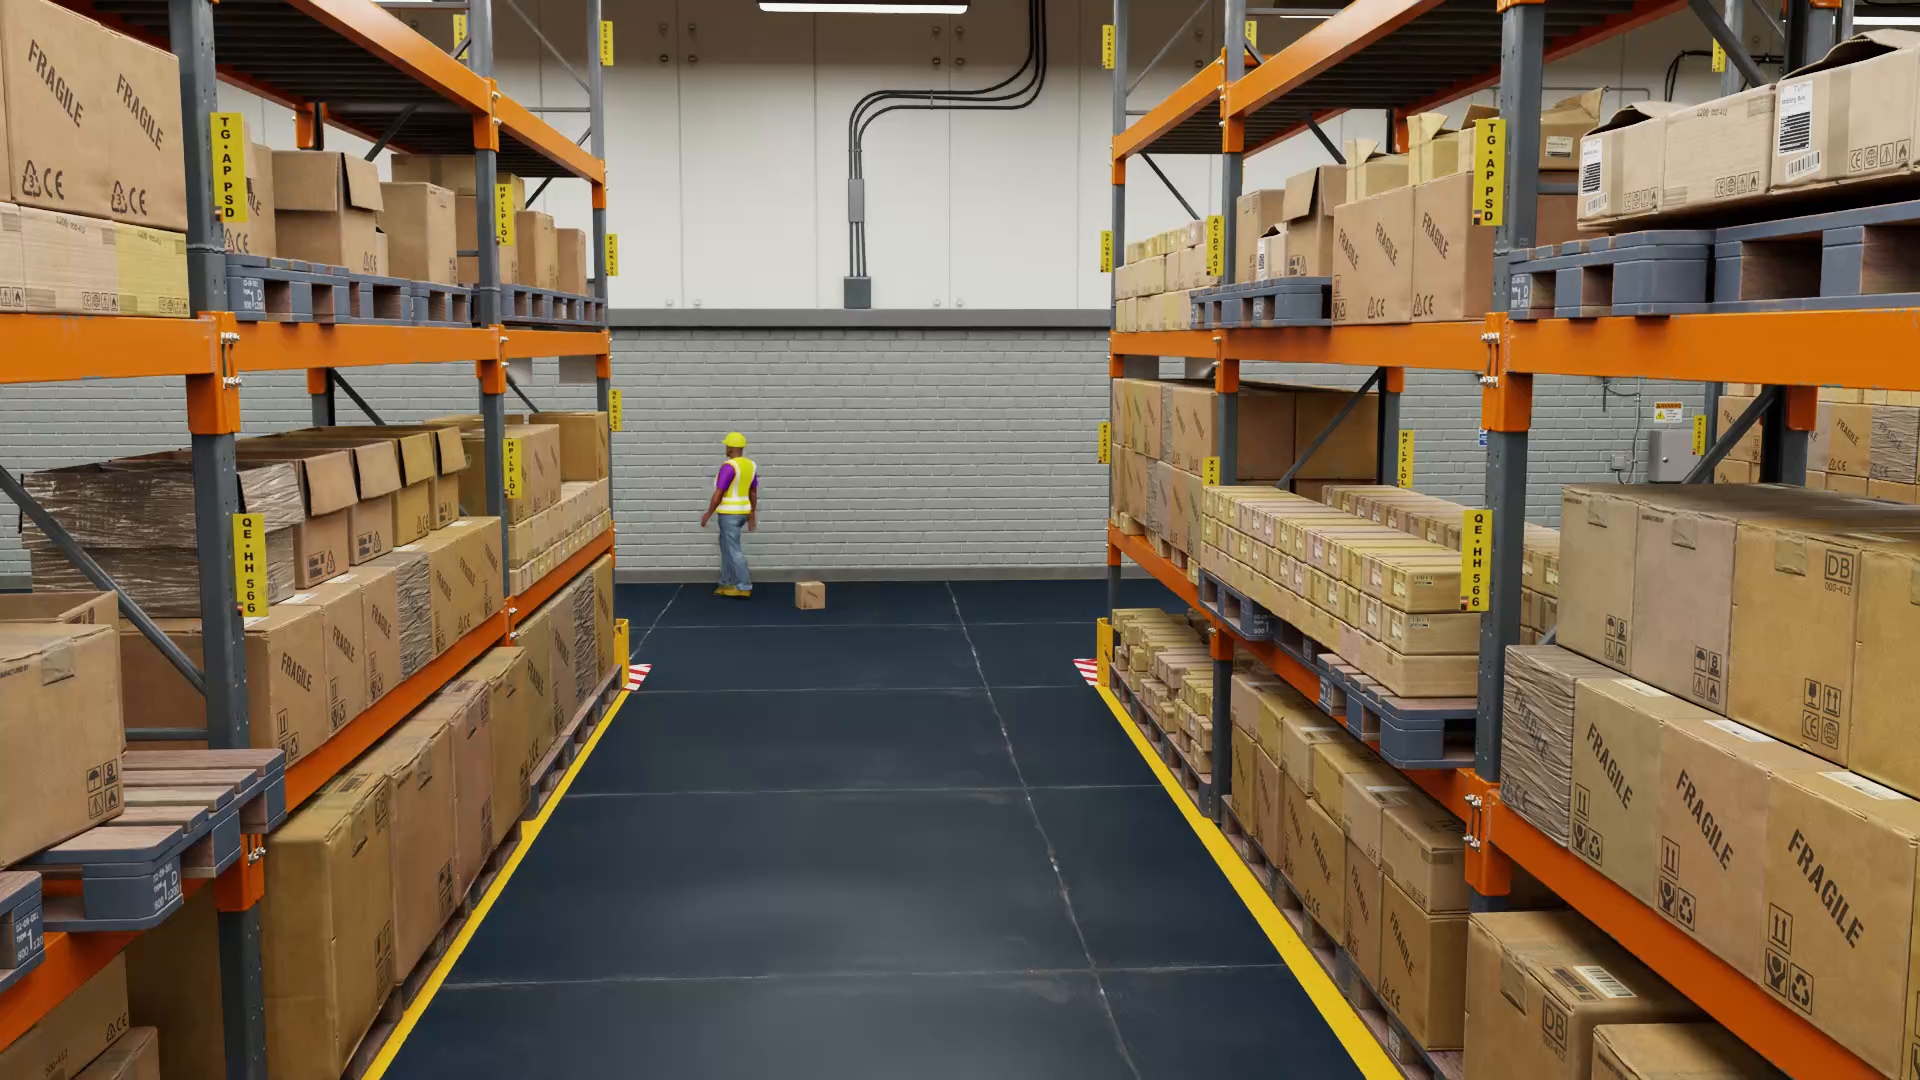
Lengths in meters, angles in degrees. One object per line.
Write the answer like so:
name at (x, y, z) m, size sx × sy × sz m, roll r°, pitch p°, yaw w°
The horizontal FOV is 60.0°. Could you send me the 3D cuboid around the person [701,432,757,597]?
person at (-2.497, -0.243, 17.791) m, size 0.627 × 1.828 × 0.573 m, roll 3°, pitch 7°, yaw 22°
